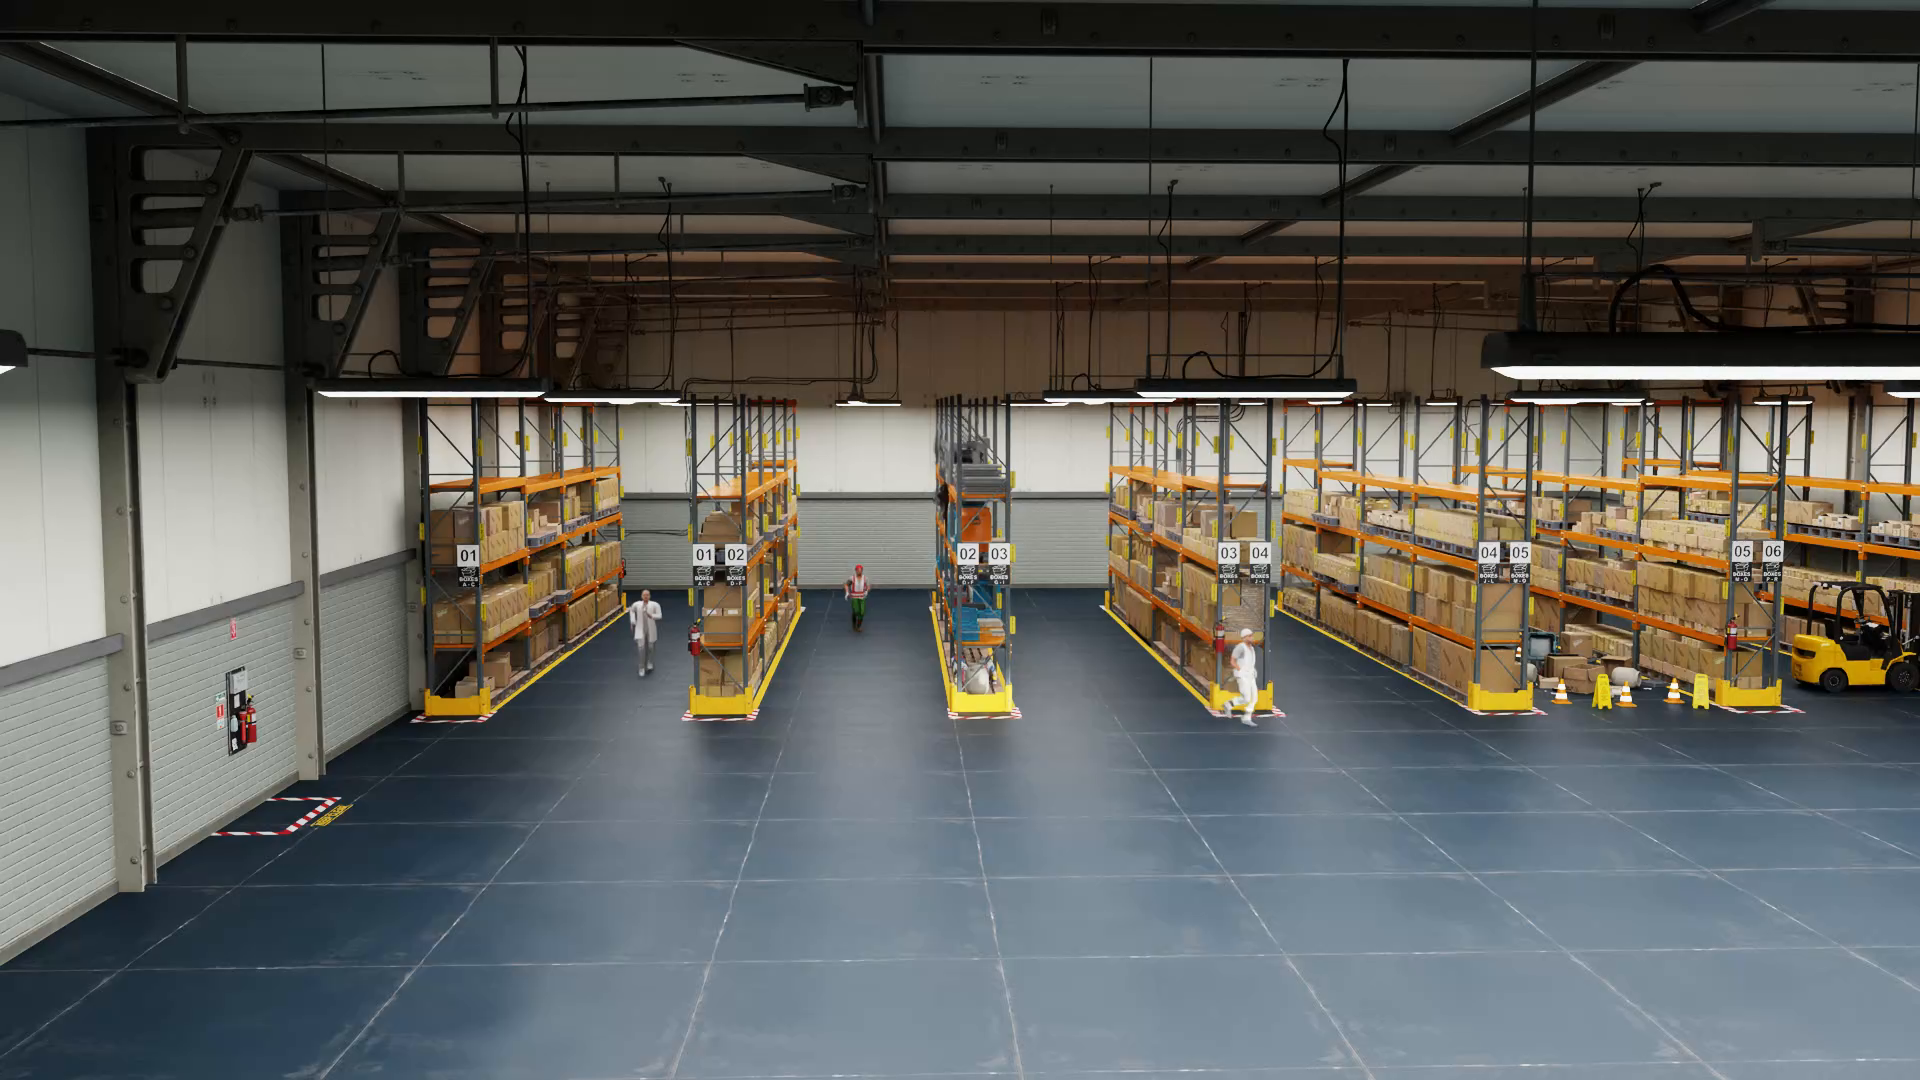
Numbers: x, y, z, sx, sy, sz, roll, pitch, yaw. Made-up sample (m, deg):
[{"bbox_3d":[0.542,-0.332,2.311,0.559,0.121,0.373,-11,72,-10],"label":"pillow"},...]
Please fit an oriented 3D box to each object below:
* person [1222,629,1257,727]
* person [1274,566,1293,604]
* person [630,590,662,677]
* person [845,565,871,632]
[{"bbox_3d":[5.099,2.485,30.184,0.667,1.778,0.657,3,5,33],"label":"person"},{"bbox_3d":[9.632,1.065,48.786,0.784,1.737,0.599,-1,5,-12],"label":"person"},{"bbox_3d":[-6.798,1.993,36.009,0.680,1.836,0.897,-1,5,-10],"label":"person"},{"bbox_3d":[-2.597,1.498,42.524,0.659,1.737,0.677,-1,5,-15],"label":"person"}]
